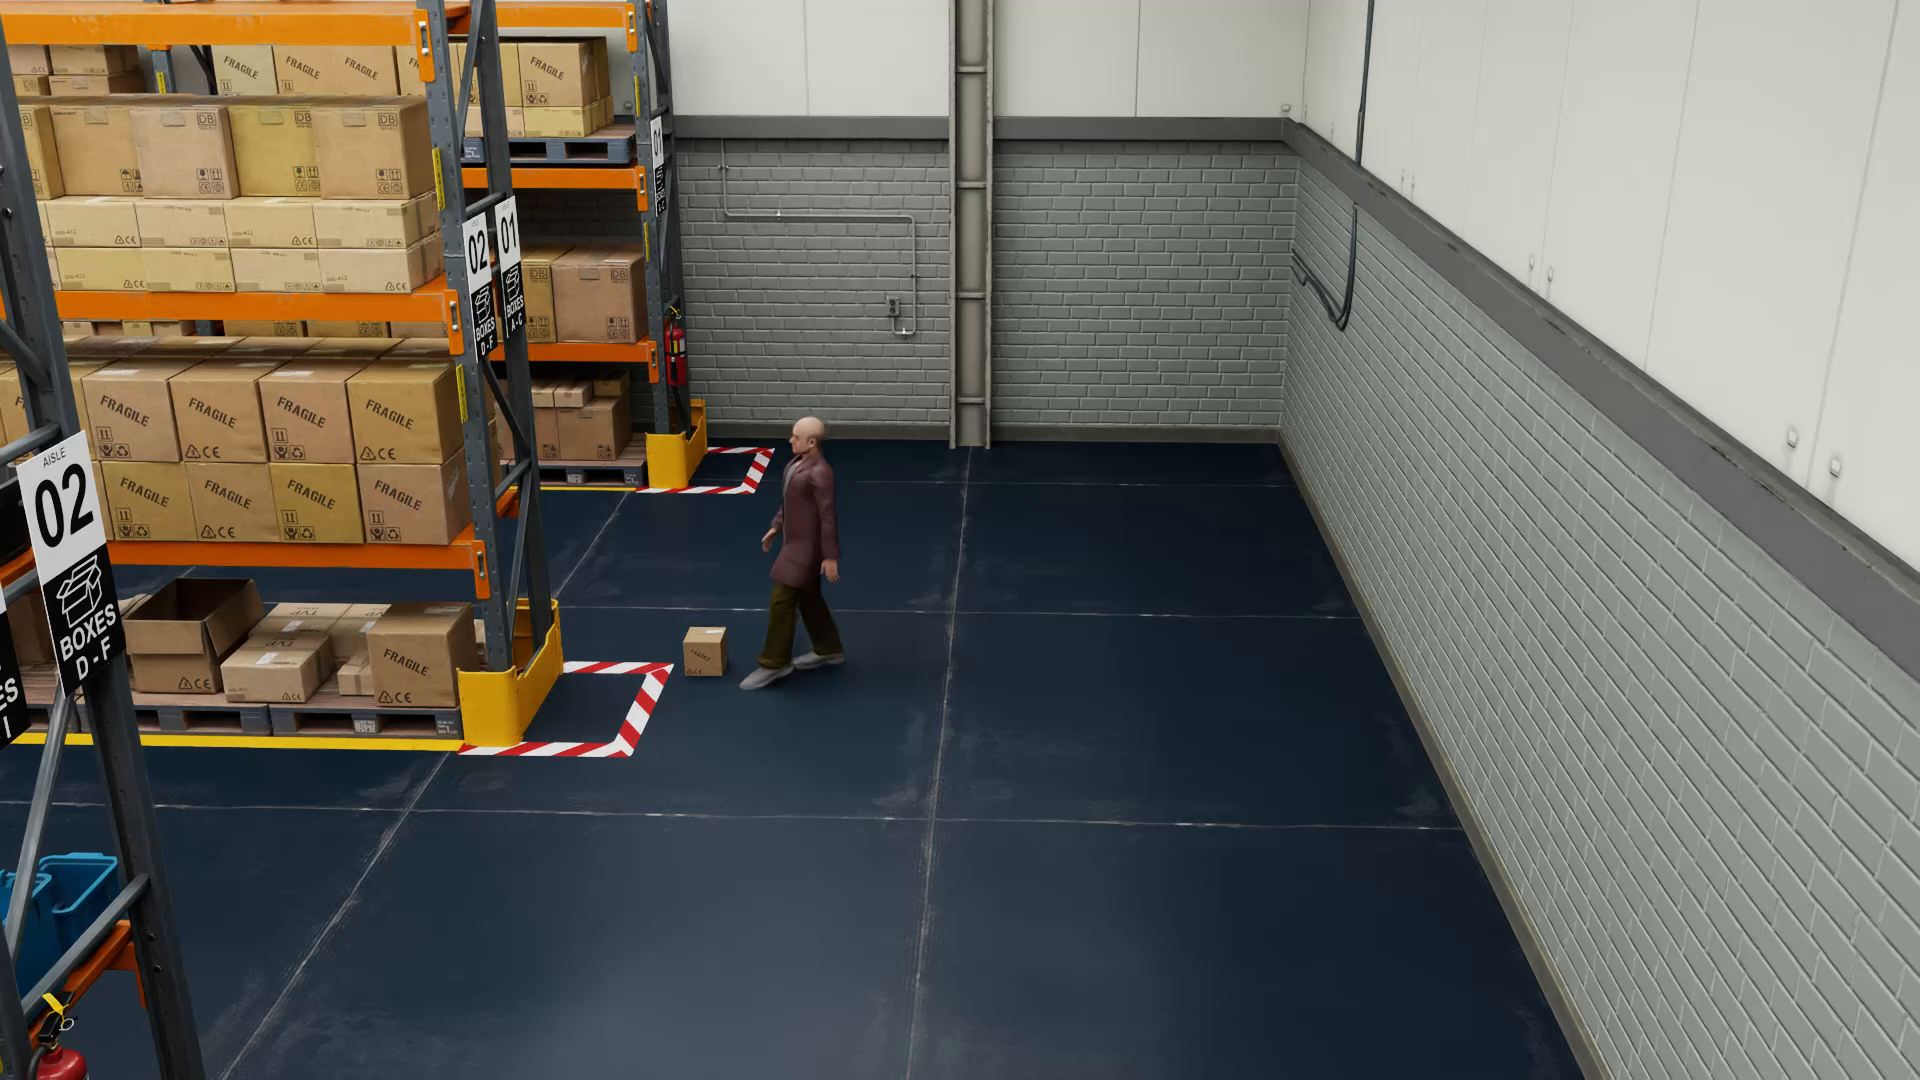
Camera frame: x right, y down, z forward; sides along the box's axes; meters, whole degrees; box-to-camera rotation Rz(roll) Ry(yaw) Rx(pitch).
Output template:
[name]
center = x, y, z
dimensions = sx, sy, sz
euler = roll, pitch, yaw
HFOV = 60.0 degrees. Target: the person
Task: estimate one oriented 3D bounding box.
[person]
center = -1.133, 0.065, 10.934
dimensions = 0.743, 1.794, 0.652
euler = -5, 21, -13
